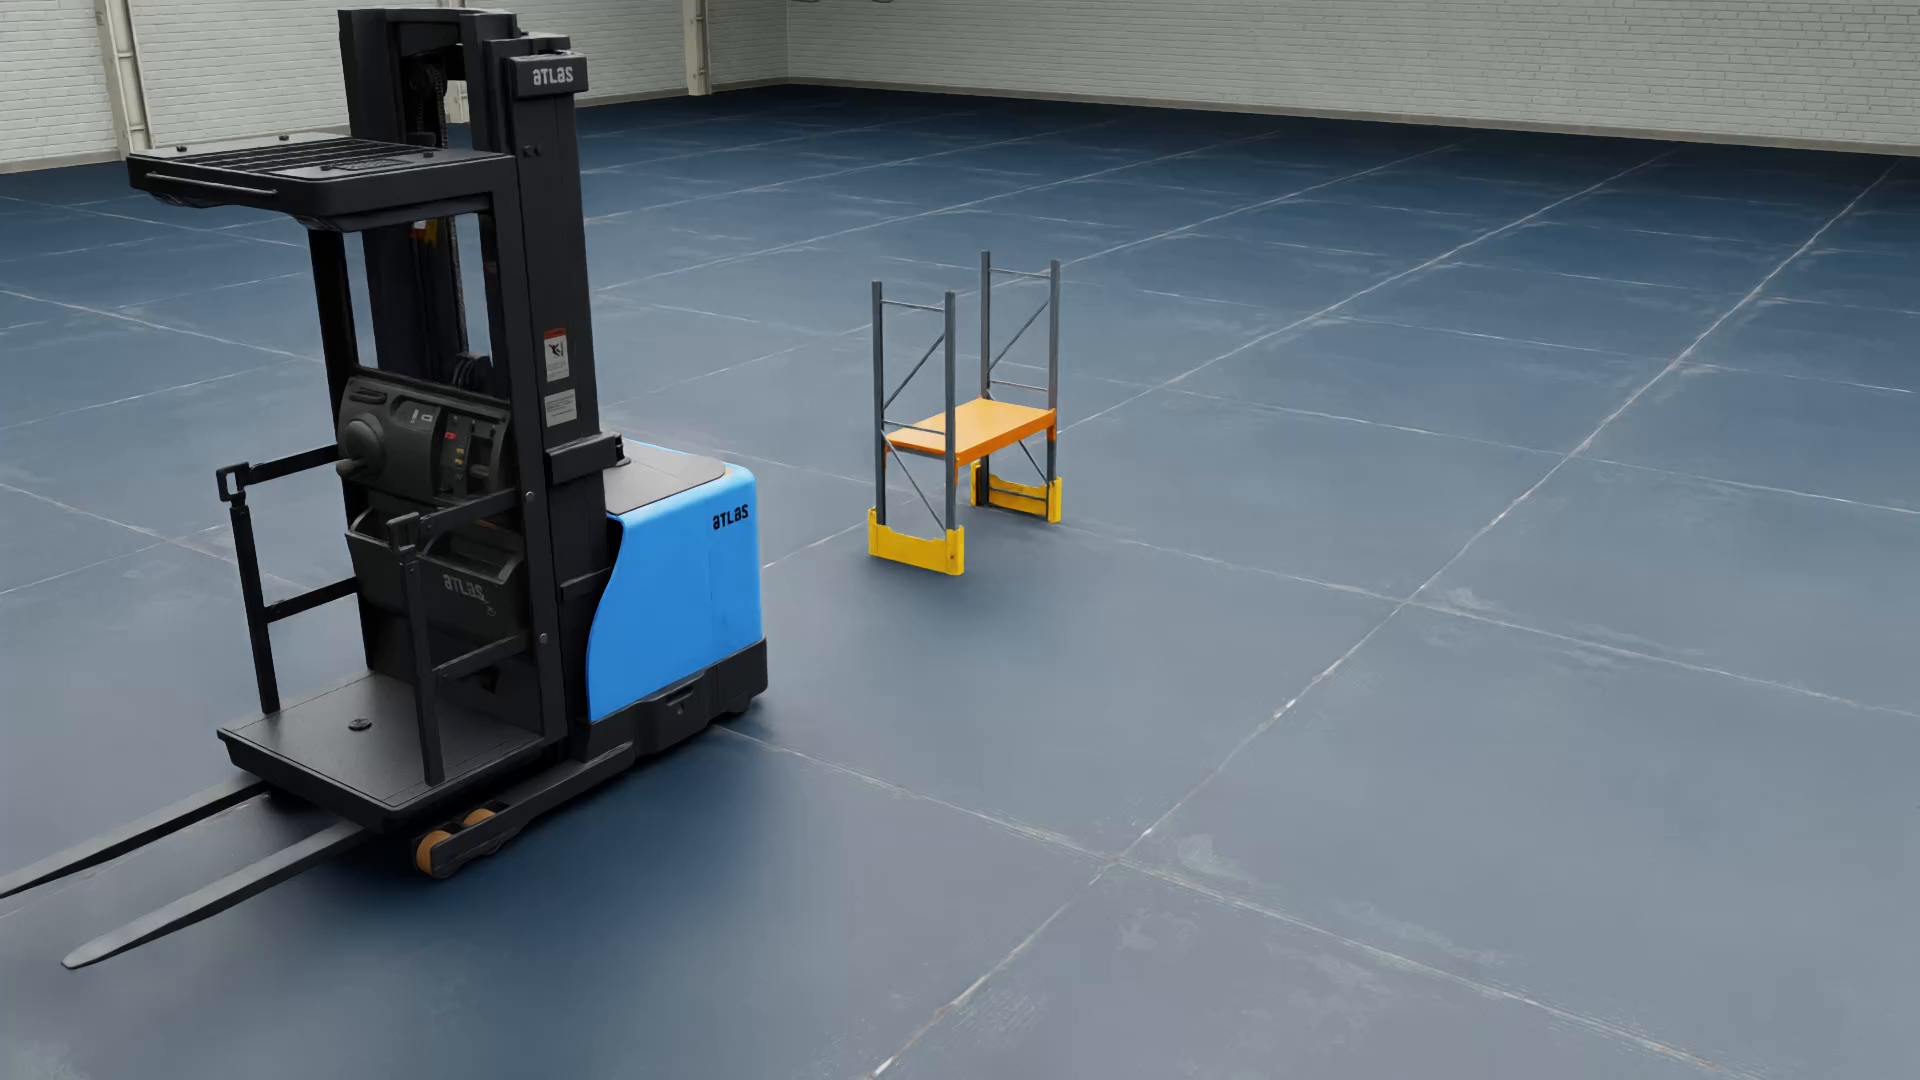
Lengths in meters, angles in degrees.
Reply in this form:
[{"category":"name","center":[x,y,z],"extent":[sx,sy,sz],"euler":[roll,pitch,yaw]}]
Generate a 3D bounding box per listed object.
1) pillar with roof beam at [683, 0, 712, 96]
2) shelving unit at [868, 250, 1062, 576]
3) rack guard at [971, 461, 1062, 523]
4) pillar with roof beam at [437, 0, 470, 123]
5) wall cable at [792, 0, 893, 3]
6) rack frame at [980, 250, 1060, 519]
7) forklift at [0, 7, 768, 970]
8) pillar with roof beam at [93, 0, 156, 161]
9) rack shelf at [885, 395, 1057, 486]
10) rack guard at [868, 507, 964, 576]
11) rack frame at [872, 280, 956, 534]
[{"category":"pillar with roof beam","center":[-1.697,-12.388,29.784],"extent":[9.100,9.000,0.400],"euler":[13,24,32]},{"category":"shelving unit","center":[0.043,-0.725,9.064],"extent":[0.587,1.500,1.083],"euler":[13,24,32]},{"category":"rack guard","center":[0.323,-0.282,9.667],"extent":[0.587,0.250,0.087],"euler":[13,24,32]},{"category":"pillar with roof beam","center":[-5.070,-10.666,25.130],"extent":[9.100,9.000,0.400],"euler":[13,24,32]},{"category":"wall cable","center":[-2.507,-12.358,34.180],"extent":[3.097,2.526,0.112],"euler":[13,24,32]},{"category":"rack frame","center":[0.334,-0.874,9.465],"extent":[0.500,1.500,0.032],"euler":[13,24,32]},{"category":"forklift","center":[-2.110,-0.350,5.985],"extent":[1.130,2.935,3.031],"euler":[14,24,33]},{"category":"pillar with roof beam","center":[-8.442,-8.945,20.476],"extent":[9.100,9.000,0.400],"euler":[13,24,32]},{"category":"rack shelf","center":[0.048,-0.559,9.133],"extent":[0.538,0.185,1.000],"euler":[13,24,32]},{"category":"rack guard","center":[-0.237,0.004,8.894],"extent":[0.587,0.250,0.087],"euler":[13,24,32]},{"category":"rack frame","center":[-0.238,-0.582,8.677],"extent":[0.500,1.500,0.032],"euler":[13,24,32]}]
